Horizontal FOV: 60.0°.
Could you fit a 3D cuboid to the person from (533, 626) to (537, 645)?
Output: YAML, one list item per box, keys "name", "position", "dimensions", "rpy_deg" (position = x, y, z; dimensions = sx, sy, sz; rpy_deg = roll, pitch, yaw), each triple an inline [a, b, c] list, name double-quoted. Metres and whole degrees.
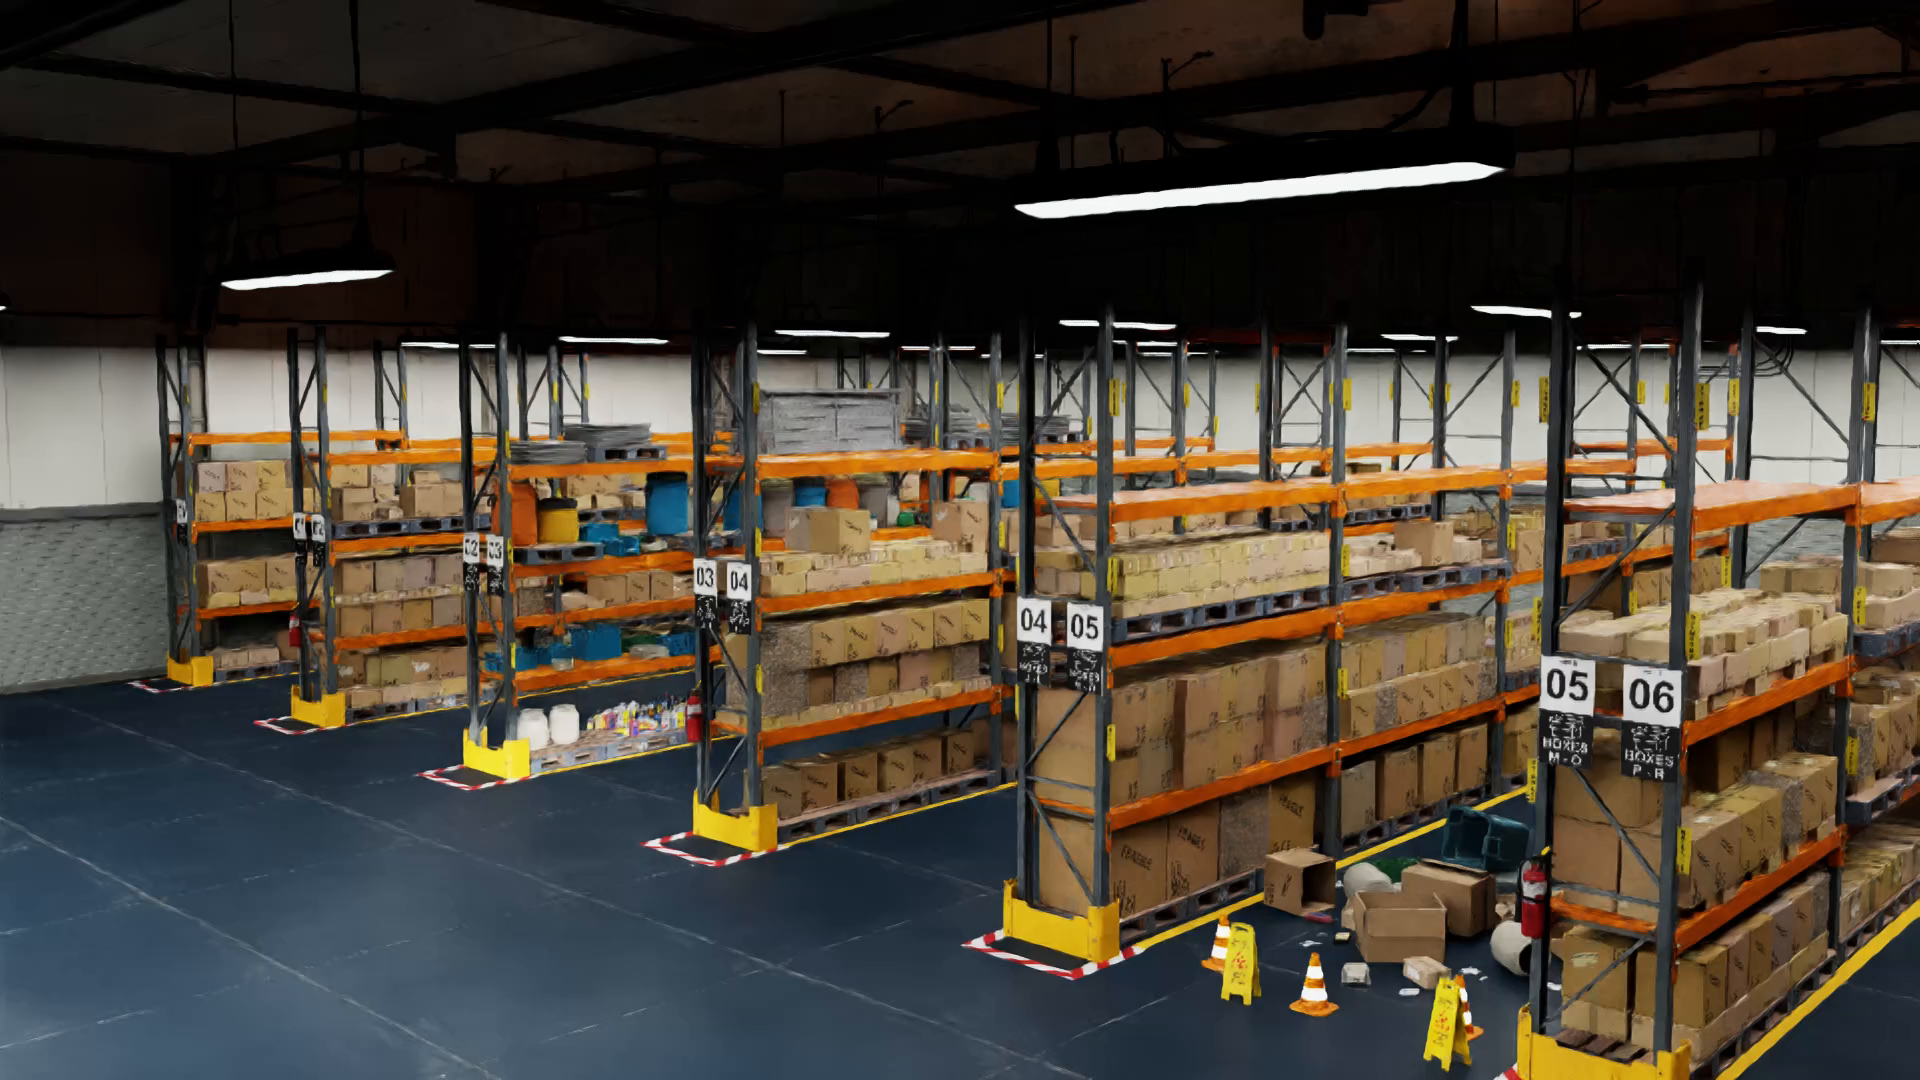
- name: "person"
  position: [-8.091, 1.420, 31.109]
  dimensions: [0.423, 1.655, 0.508]
  rpy_deg: [1, 6, 14]
